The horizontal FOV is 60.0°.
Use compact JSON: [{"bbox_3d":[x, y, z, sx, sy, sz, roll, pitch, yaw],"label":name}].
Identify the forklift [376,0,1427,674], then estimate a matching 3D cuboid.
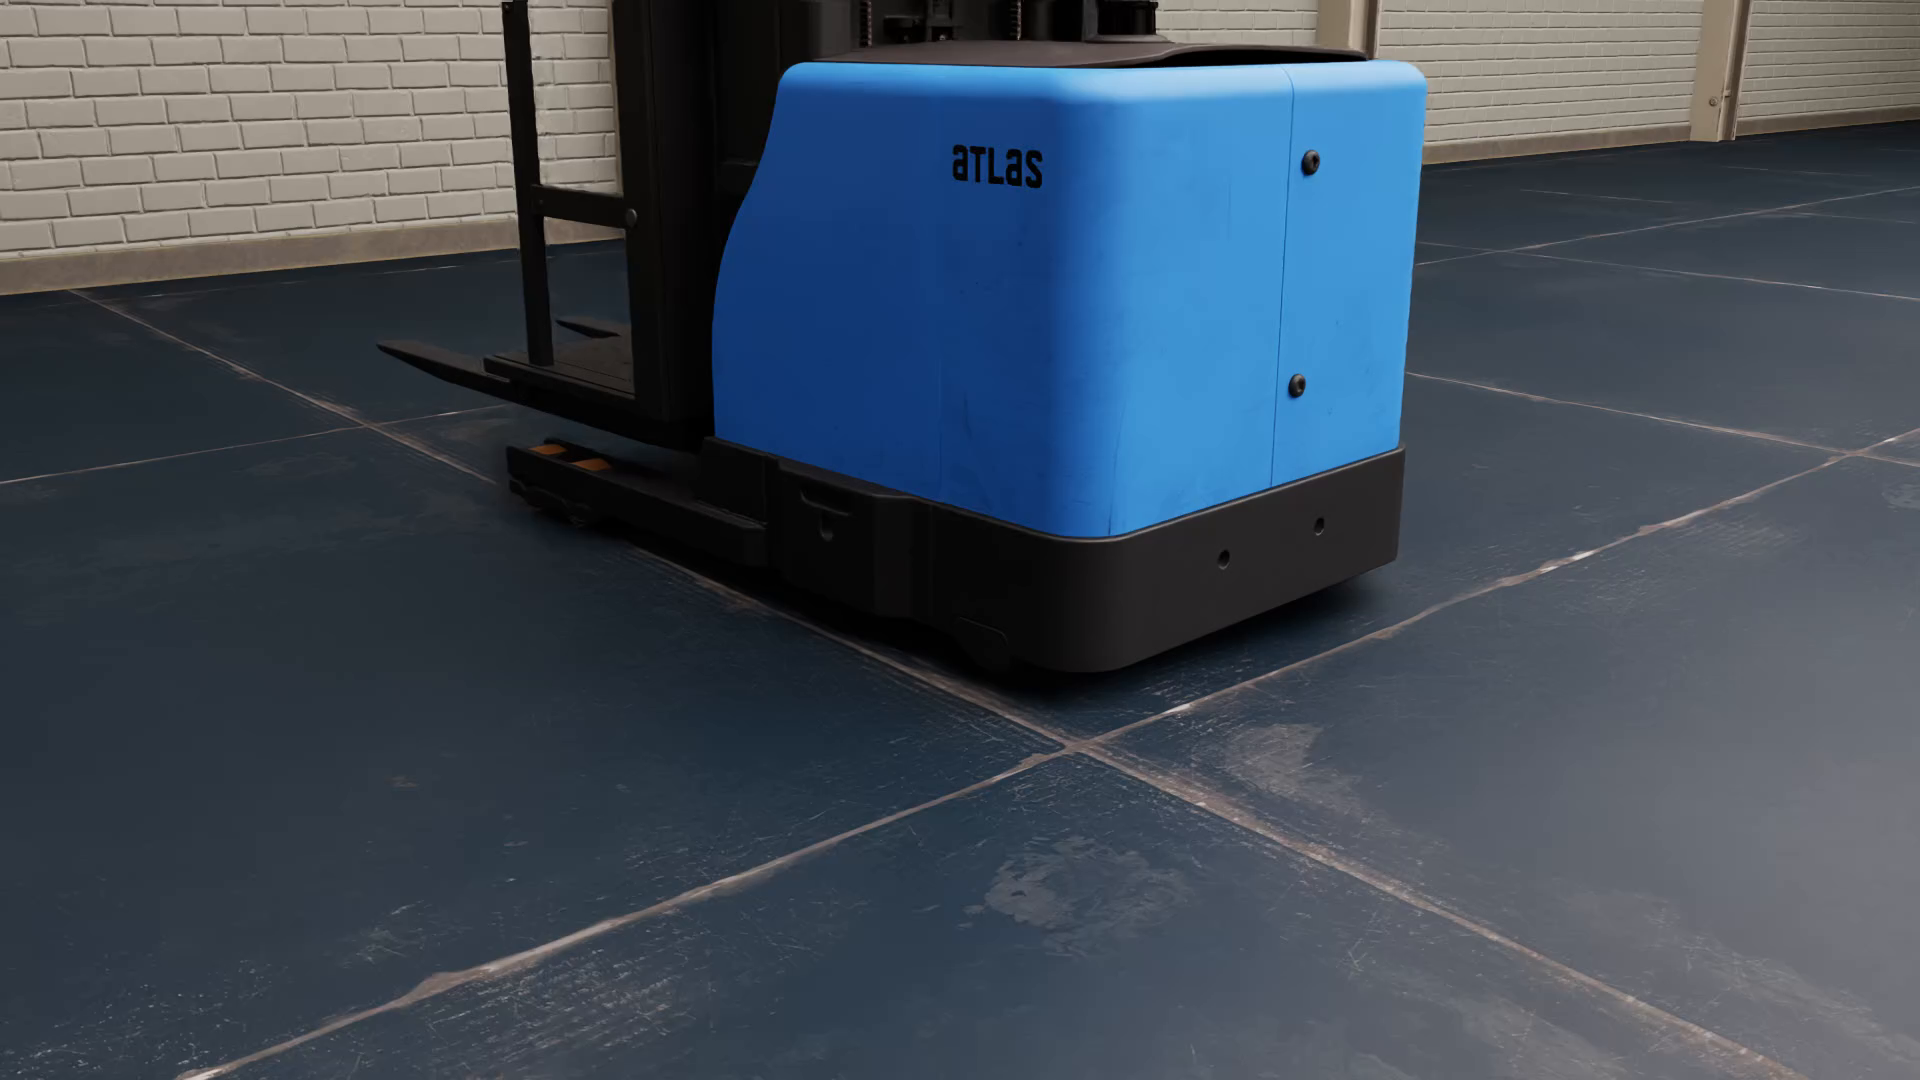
[{"bbox_3d":[-0.462,-1.520,3.799,1.130,2.935,3.031,-16,23,-41],"label":"forklift"}]
